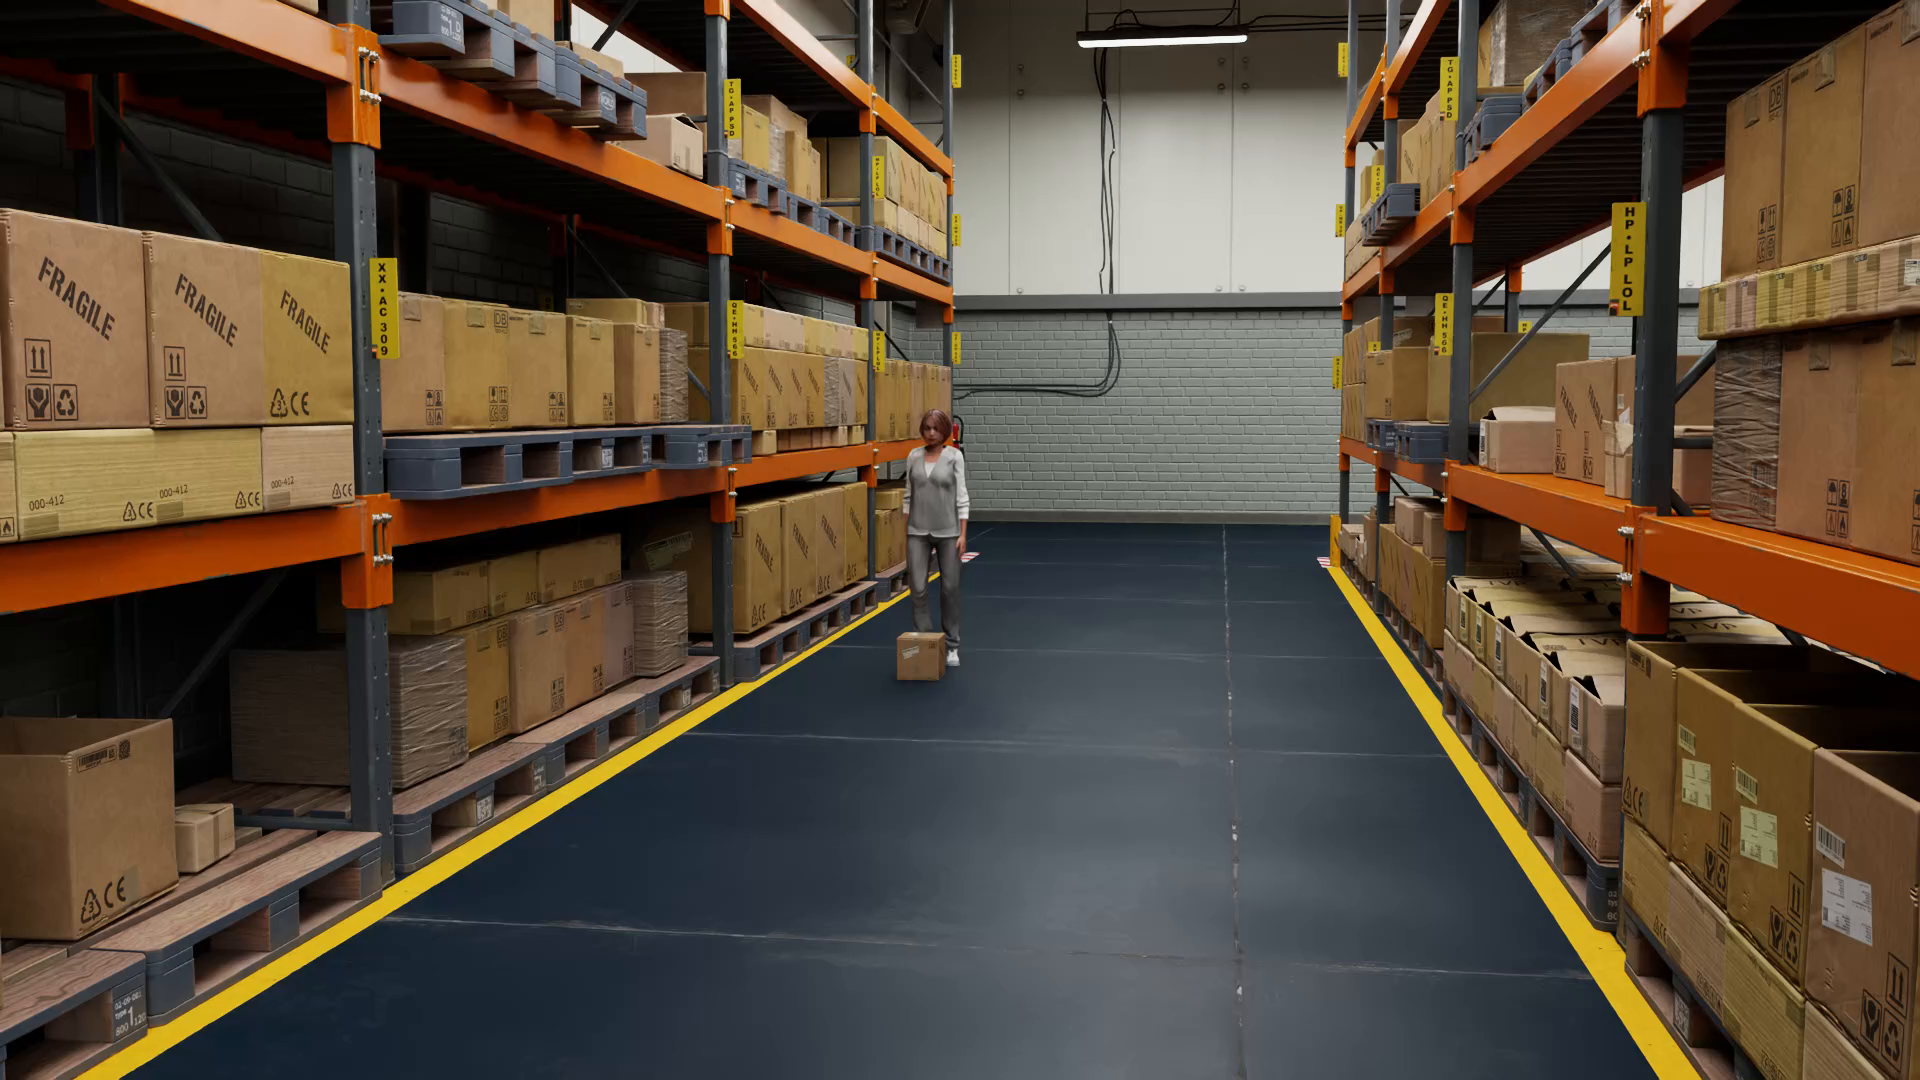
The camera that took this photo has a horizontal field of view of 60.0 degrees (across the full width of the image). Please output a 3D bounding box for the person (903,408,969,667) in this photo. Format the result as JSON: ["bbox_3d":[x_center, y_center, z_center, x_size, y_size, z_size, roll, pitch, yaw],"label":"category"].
[{"bbox_3d":[-0.153,0.003,10.297,0.420,1.630,0.420,1,5,10],"label":"person"}]
